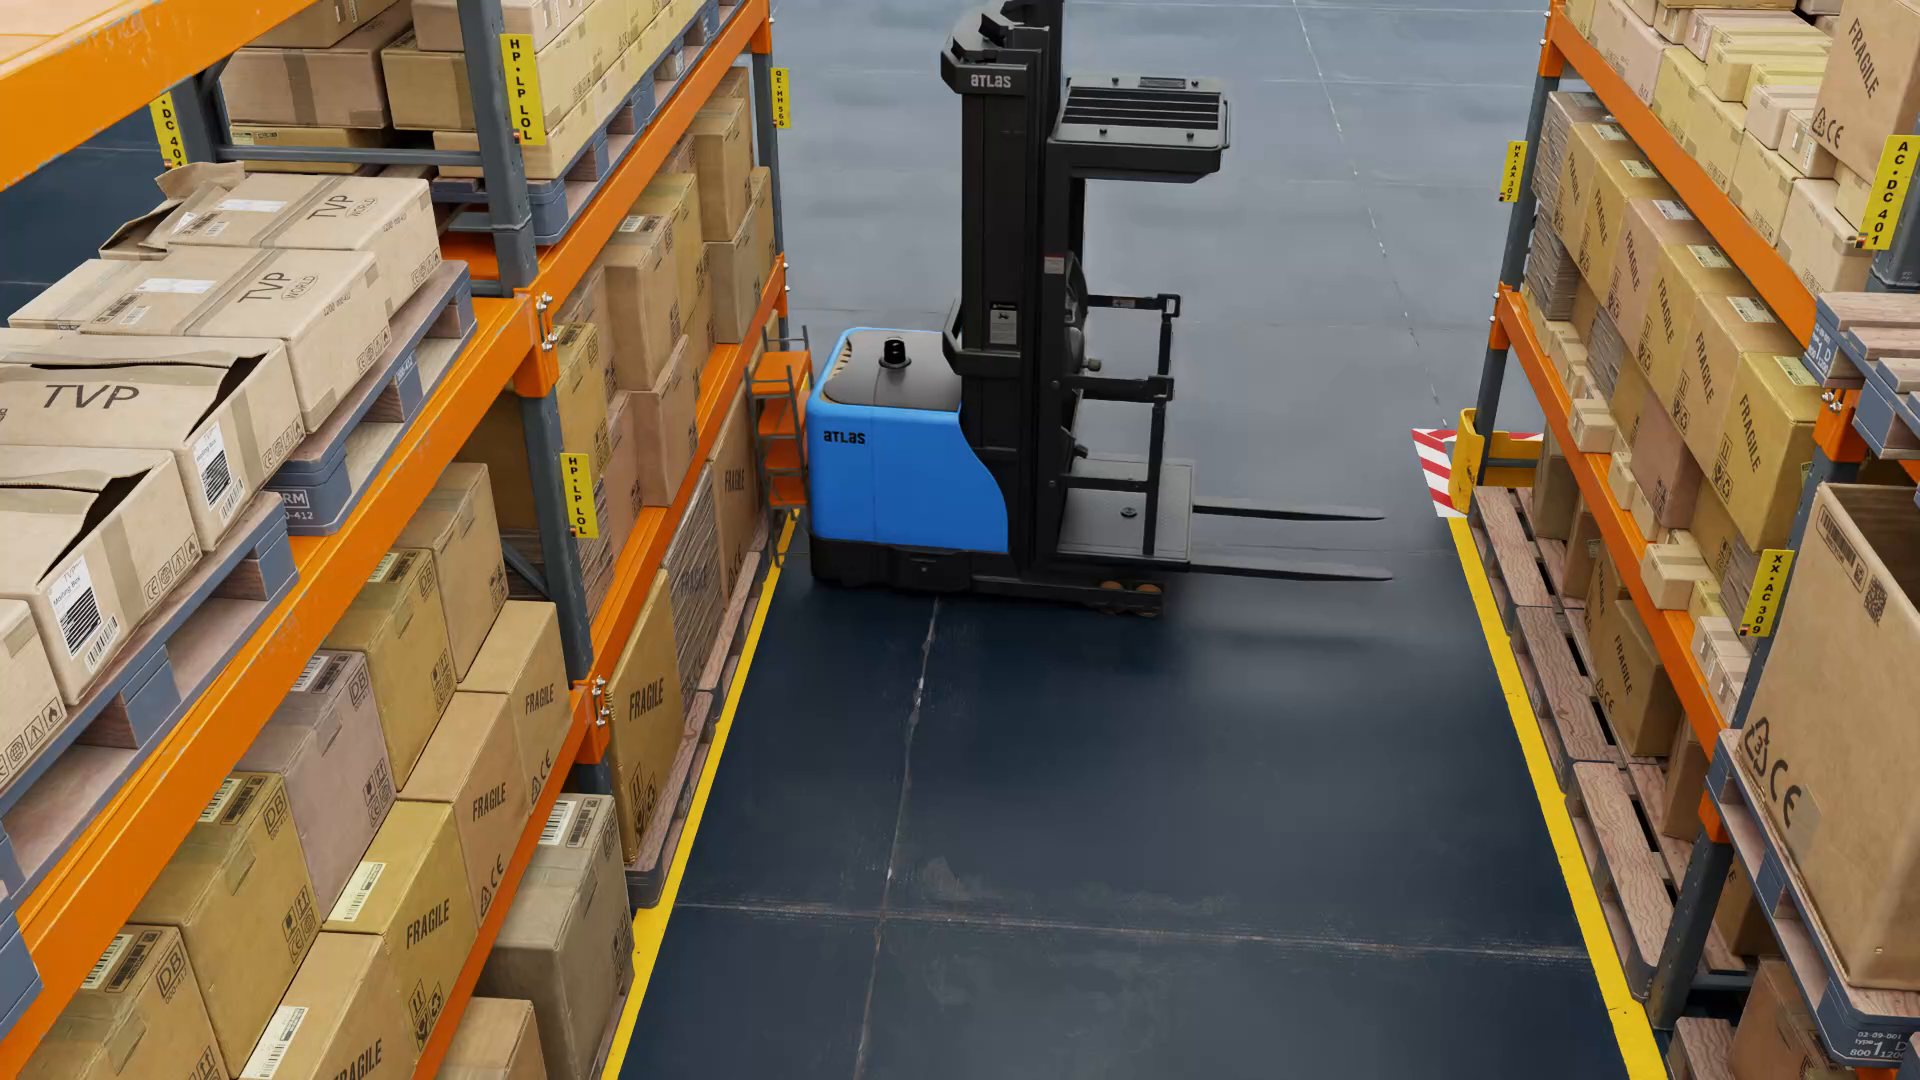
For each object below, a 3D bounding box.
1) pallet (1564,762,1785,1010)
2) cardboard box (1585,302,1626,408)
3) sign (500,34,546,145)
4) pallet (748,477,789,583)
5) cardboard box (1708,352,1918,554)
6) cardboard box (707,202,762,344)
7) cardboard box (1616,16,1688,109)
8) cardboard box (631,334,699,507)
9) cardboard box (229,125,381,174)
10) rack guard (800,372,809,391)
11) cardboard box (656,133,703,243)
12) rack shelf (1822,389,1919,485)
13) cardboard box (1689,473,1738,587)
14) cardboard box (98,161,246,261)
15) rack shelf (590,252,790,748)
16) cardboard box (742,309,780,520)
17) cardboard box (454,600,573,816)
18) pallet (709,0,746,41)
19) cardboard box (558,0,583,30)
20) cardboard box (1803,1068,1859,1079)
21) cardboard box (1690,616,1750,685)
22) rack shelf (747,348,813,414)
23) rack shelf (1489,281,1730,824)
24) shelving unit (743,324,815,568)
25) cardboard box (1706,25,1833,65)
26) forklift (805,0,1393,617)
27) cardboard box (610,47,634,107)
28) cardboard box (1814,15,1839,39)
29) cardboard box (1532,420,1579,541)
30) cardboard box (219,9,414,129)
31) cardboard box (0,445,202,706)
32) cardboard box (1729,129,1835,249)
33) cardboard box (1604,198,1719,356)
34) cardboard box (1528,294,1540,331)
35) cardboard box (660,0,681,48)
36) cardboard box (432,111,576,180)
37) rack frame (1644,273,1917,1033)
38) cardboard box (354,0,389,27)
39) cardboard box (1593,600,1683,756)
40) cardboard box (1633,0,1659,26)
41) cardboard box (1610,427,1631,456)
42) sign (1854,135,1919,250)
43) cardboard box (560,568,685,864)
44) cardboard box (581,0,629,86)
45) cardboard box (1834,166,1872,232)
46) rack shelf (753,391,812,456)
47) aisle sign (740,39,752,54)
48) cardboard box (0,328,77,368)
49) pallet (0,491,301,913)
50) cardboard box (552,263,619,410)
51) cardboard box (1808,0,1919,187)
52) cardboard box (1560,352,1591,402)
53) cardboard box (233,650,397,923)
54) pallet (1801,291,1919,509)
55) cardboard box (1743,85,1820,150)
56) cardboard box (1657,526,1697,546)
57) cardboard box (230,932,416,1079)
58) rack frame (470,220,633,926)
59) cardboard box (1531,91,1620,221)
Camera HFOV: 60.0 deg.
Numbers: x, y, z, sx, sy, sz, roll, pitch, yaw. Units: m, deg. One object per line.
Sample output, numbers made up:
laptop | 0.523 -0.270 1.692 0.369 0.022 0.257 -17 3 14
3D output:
pallet | 3.128 1.393 6.788 1.003 0.211 1.213 2 32 4
cardboard box | 3.357 -0.889 7.455 0.875 0.500 0.500 2 32 4
sign | -1.285 -1.319 4.879 0.100 0.325 0.005 2 32 4
pallet | -1.488 -0.189 9.356 1.003 0.211 1.213 2 32 4
cardboard box | 2.871 -0.283 5.519 0.500 0.500 0.500 2 32 4
cardboard box | -1.509 -1.377 8.482 0.875 0.550 0.550 2 32 4
cardboard box | 3.057 -1.976 6.882 0.500 0.250 0.500 2 32 4
cardboard box | -1.625 -0.529 7.107 0.875 0.550 0.550 2 32 4
cardboard box | -2.116 -1.302 5.388 0.380 0.149 0.250 2 32 4
rack guard | -1.499 -0.746 9.984 1.175 0.500 0.348 2 32 4
cardboard box | -1.704 -1.550 7.734 0.875 0.550 0.550 2 32 4
rack shelf | 2.946 0.634 3.189 1.077 0.370 4.000 2 32 4
cardboard box | 3.283 -0.103 6.179 0.875 0.500 0.500 2 32 4
cardboard box | -2.125 -0.842 4.531 0.258 0.266 0.396 2 32 3
rack shelf | -1.664 -0.446 7.800 1.077 0.370 4.000 2 32 4
cardboard box | -1.490 -0.714 9.175 0.875 0.875 0.875 3 32 4
cardboard box | -1.603 0.536 5.426 0.500 0.500 0.500 2 32 4
pallet | -1.551 -2.648 7.914 1.003 0.211 1.213 2 32 4
cardboard box | -1.439 -1.746 5.349 0.380 0.149 0.250 2 32 4
cardboard box | 2.980 2.004 5.102 0.700 0.500 0.500 2 32 4
cardboard box | 2.863 0.410 5.964 0.380 0.149 0.250 2 32 4
rack shelf | -0.935 -0.827 8.678 0.258 0.148 0.480 -1 32 6
rack shelf | 3.271 -0.181 7.370 1.077 0.370 4.000 2 32 4
shelving unit | -0.904 -0.494 8.884 0.258 1.200 0.503 -1 32 6
cardboard box | 3.059 -1.833 6.269 0.380 0.149 0.250 1 32 2
forklift | 0.766 -1.149 8.321 3.031 2.935 1.130 4 32 7
cardboard box | -1.397 -1.670 5.986 0.380 0.149 0.250 2 32 3
cardboard box | 3.541 -1.936 6.436 0.380 0.149 0.250 1 32 1
cardboard box | 3.367 -0.322 8.895 0.500 0.500 0.500 8 33 13
cardboard box | -2.042 -1.535 5.387 0.500 0.250 0.500 2 32 3
cardboard box | -1.792 0.026 3.080 0.500 0.311 0.500 2 32 3
cardboard box | 2.938 -1.177 5.584 0.500 0.250 0.500 3 32 5
cardboard box | 2.996 -1.067 6.791 0.500 0.500 0.500 2 32 4
cardboard box | 3.134 -1.157 8.508 0.380 0.149 0.250 2 32 4
cardboard box | -1.334 -2.069 6.632 0.380 0.149 0.250 3 32 5
cardboard box | -1.458 -1.273 5.342 0.380 0.149 0.250 2 32 3
rack frame | 3.109 0.559 5.484 1.000 3.000 0.127 2 32 4
cardboard box | -2.094 -1.774 5.394 0.380 0.149 0.250 2 32 4
cardboard box | 3.192 0.609 7.385 0.500 0.500 0.500 0 32 0
cardboard box | 3.049 -2.247 6.940 0.380 0.149 0.250 2 32 4
cardboard box | 3.067 -0.370 7.232 0.380 0.149 0.250 2 32 4
sign | 2.567 -0.958 4.593 0.100 0.325 0.005 2 32 4
cardboard box | -1.706 0.694 6.890 0.875 0.875 0.875 3 32 5
cardboard box | -1.468 -1.775 5.775 0.500 0.250 0.500 2 32 4
cardboard box | 2.847 -1.006 4.928 0.380 0.149 0.250 3 32 5
rack shelf | -0.916 -0.627 8.802 0.258 0.148 0.480 -1 32 6
aisle sign | -1.196 -2.929 8.665 0.394 0.787 0.004 2 32 4
cardboard box | -2.200 -0.376 3.885 0.380 0.149 0.250 2 32 4
pallet | -2.065 0.265 3.281 1.003 0.211 1.213 4 32 6
cardboard box | -1.833 -0.714 6.377 0.875 0.550 0.550 2 32 4
cardboard box | 2.891 -1.346 4.861 0.500 0.500 0.500 2 32 3
cardboard box | 3.072 -0.765 7.872 0.380 0.149 0.250 2 32 4
cardboard box | -1.943 0.619 4.338 0.700 0.500 0.500 3 32 4
pallet | 2.952 -0.320 4.230 1.213 0.211 1.003 2 32 4
cardboard box | 2.891 -1.423 5.603 0.380 0.149 0.250 2 32 2
cardboard box | 3.004 0.022 6.595 0.380 0.149 0.250 2 32 4
cardboard box | -1.724 1.330 4.138 0.500 0.500 0.500 2 32 3
rack frame | -1.827 0.294 5.914 1.000 3.000 0.127 2 32 4
cardboard box | 3.118 -1.852 8.064 0.500 0.500 0.500 2 32 4
